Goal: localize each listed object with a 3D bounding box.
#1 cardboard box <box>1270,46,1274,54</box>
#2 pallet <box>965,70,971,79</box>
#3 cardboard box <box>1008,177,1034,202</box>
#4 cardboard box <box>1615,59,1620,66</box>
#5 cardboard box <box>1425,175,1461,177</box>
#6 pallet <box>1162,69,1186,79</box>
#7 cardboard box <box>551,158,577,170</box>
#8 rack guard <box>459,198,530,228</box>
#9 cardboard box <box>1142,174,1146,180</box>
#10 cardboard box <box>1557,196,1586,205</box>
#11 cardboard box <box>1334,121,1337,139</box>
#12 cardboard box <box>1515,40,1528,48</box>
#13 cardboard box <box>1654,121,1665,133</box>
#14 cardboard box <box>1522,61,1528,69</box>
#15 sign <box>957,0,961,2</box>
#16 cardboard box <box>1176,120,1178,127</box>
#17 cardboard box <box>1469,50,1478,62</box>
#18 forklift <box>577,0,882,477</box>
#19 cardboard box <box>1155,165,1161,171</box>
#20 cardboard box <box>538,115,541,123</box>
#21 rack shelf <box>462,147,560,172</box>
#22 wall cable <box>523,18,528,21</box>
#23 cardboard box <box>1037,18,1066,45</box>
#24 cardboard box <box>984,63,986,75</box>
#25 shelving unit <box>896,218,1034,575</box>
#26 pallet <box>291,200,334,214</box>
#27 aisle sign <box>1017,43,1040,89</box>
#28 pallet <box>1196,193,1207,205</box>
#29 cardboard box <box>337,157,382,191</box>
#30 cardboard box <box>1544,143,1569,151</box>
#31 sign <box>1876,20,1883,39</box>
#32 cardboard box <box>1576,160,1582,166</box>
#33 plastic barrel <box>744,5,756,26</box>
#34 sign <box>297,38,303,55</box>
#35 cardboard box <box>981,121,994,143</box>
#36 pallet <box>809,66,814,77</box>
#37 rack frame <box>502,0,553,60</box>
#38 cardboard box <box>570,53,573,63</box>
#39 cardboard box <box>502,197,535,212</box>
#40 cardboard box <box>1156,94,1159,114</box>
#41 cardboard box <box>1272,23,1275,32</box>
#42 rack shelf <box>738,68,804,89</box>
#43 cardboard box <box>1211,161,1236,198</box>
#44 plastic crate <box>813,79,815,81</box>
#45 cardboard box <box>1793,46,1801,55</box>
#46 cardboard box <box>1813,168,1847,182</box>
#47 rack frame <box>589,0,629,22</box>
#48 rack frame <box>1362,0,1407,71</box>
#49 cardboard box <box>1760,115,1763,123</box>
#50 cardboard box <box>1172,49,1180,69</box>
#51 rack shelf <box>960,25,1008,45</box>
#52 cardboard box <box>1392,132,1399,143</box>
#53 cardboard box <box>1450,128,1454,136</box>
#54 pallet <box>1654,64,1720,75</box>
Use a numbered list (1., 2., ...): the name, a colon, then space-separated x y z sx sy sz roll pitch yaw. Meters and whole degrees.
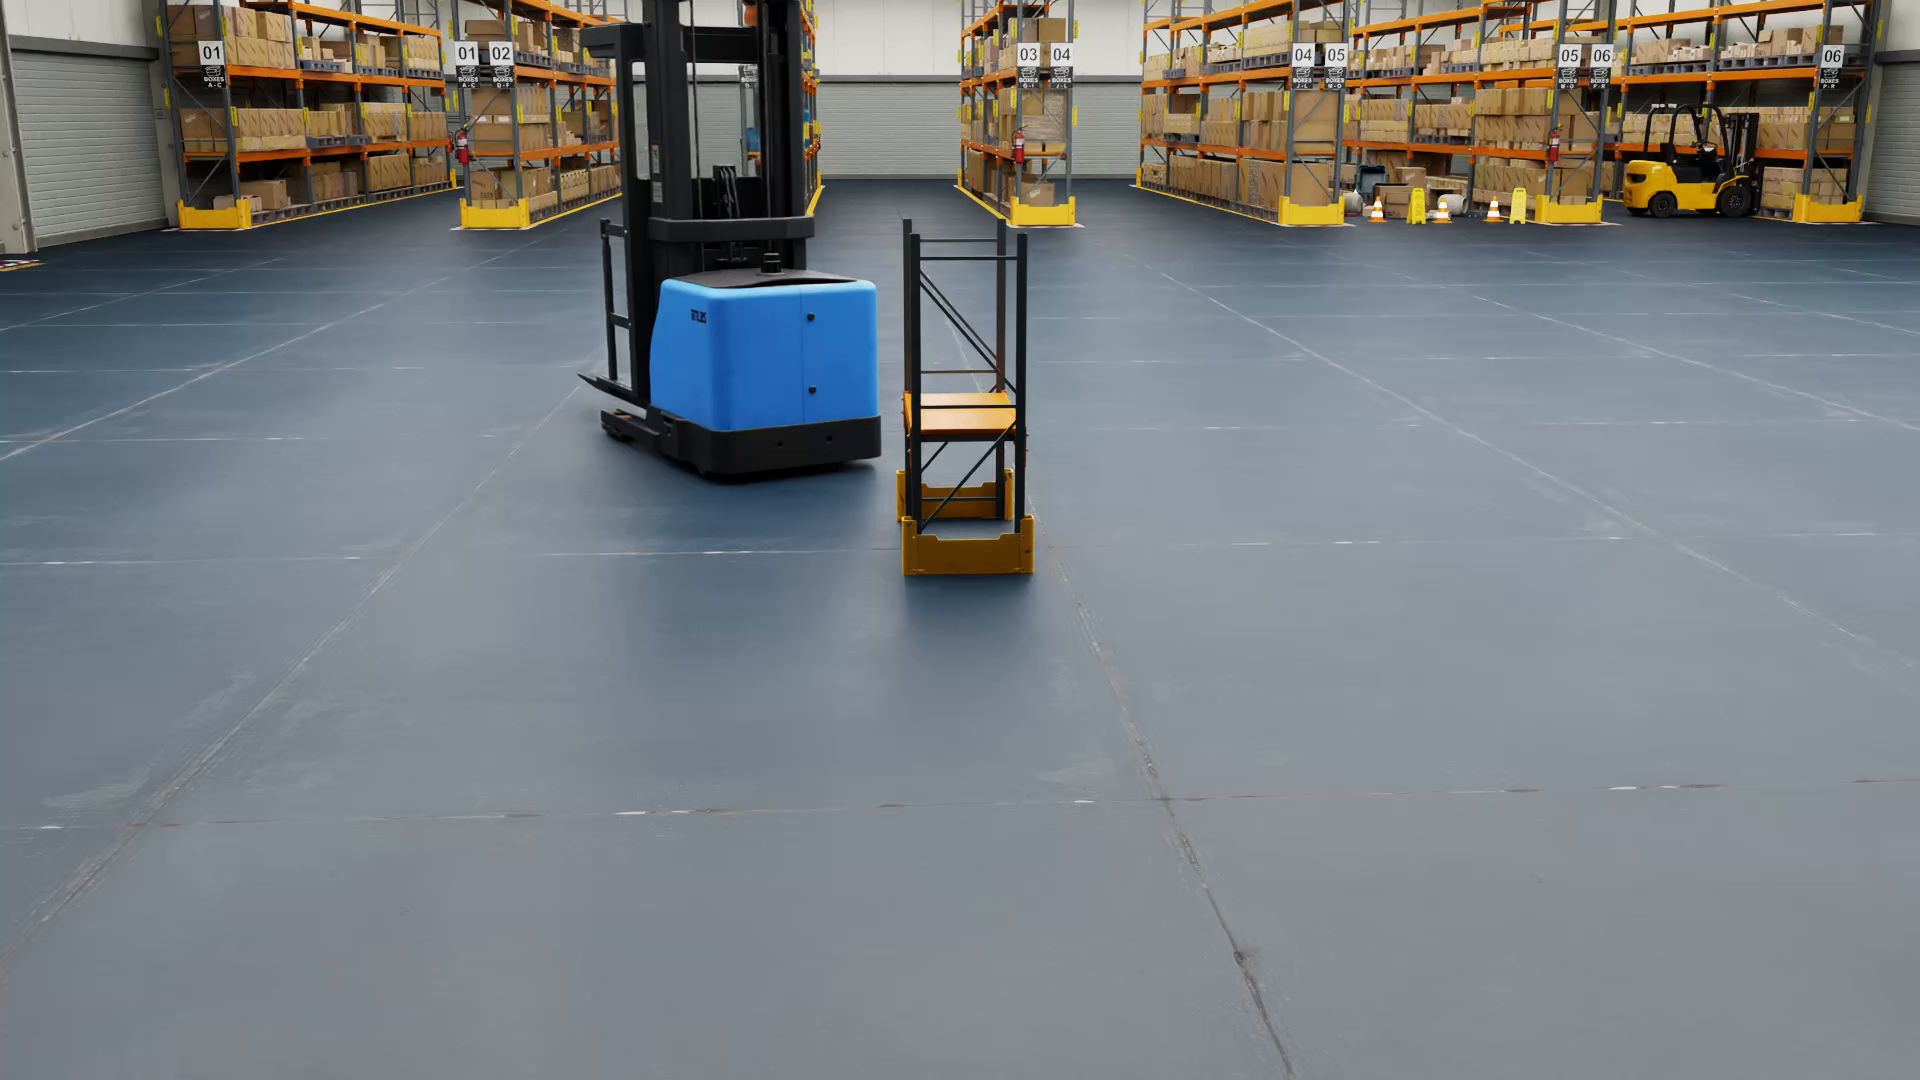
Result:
1. cardboard box: 6.060 -9.218 31.275 0.380 0.149 0.250 -1 14 -4
2. pallet: 0.669 -12.154 43.402 1.003 0.211 1.213 -1 14 -3
3. cardboard box: 1.262 -7.141 33.934 0.500 0.500 0.500 -1 14 -5
4. cardboard box: 15.615 -11.196 39.001 0.380 0.149 0.250 -1 14 -5
5. cardboard box: 10.945 -8.186 38.253 0.950 0.372 0.625 -2 15 -7
6. pallet: 5.670 -11.496 41.043 1.213 0.211 1.003 -1 14 -3
7. cardboard box: -9.158 -8.699 38.446 0.500 0.250 0.500 0 14 -1
8. rack guard: -8.361 -5.885 29.895 1.175 0.500 0.348 -1 14 -3
9. cardboard box: 5.203 -9.971 45.640 0.380 0.149 0.250 -1 14 -2
10. cardboard box: 11.642 -6.483 31.878 0.500 0.250 0.500 -1 14 -4
11. cardboard box: 10.288 -10.934 44.300 0.500 0.500 0.500 0 14 -2
12. cardboard box: 10.972 -9.584 32.139 0.380 0.149 0.250 -1 14 -2
13. cardboard box: 15.759 -9.147 36.855 0.500 0.250 0.500 -1 14 -3
14. cardboard box: 11.063 -9.141 32.017 0.380 0.149 0.250 -1 14 -5
15. sign: -0.021 -14.660 44.752 0.100 0.325 0.005 -1 14 -3
16. cardboard box: 5.402 -10.021 40.018 0.380 0.149 0.250 -1 14 -5
17. cardboard box: 10.987 -10.128 34.807 0.500 0.250 0.500 -1 14 -5
18. forklift: -1.634 -2.092 10.276 1.130 2.935 3.031 -8 17 -29
19. cardboard box: 5.331 -9.741 43.550 0.380 0.149 0.250 -2 15 -6
20. cardboard box: -8.319 -8.141 32.146 0.380 0.149 0.250 -1 14 -4
21. rack shelf: -8.487 -7.250 31.629 1.077 0.370 4.000 -1 14 -3
22. wall cable: -11.592 -16.304 49.432 3.097 2.526 0.112 -1 14 -3
23. cardboard box: 1.702 -9.514 31.163 0.500 0.500 0.500 -1 14 -4
24. cardboard box: 0.804 -10.502 37.105 0.500 0.250 0.500 -1 14 -2
25. shelving unit: 0.005 -0.707 7.766 0.587 1.500 1.083 -1 14 -3
26. pallet: -13.604 -6.862 34.272 1.003 0.211 1.213 -1 14 -3
27. aisle sign: 1.229 -8.492 29.795 0.394 0.787 0.004 -1 14 -3
28. pallet: 5.960 -7.747 37.711 1.003 0.211 1.213 -1 14 -3
29. cardboard box: -13.717 -8.361 37.973 0.750 0.750 0.750 -1 14 -4
30. cardboard box: 11.179 -7.374 31.172 0.380 0.149 0.250 0 14 -2
31. sign: 16.924 -9.405 30.628 0.100 0.325 0.005 -1 14 -3
32. cardboard box: 15.526 -9.358 41.250 0.380 0.149 0.250 0 14 -1
33. plastic barrel: -3.576 -9.160 29.882 0.600 0.830 0.708 -1 14 -3
34. sign: -13.013 -9.732 32.774 0.100 0.325 0.005 -1 14 -3
35. cardboard box: 0.751 -9.410 38.380 0.500 0.500 0.500 0 14 -2
36. pallet: -3.864 -10.719 38.028 1.003 0.211 1.213 -1 14 -3
37. rack frame: -8.611 -11.001 32.725 1.000 3.000 0.127 -1 14 -3
38. cardboard box: -8.774 -10.562 36.497 0.500 0.250 0.500 -2 15 -8
39. cardboard box: -8.209 -6.234 30.911 0.500 0.250 0.500 -1 14 -3
40. cardboard box: 5.384 -11.335 43.255 0.500 0.500 0.500 -1 14 -2
41. cardboard box: 6.060 -9.605 31.177 0.380 0.149 0.250 -1 14 -3
42. rack shelf: -3.543 -8.779 31.549 1.077 0.370 4.000 -1 14 -3
43. cardboard box: 6.049 -7.806 36.019 1.050 0.750 0.750 -1 14 -3
44. plastic crate: -4.064 -12.265 44.082 0.450 0.188 0.336 -1 14 -3
45. cardboard box: 16.015 -9.268 31.469 0.380 0.149 0.250 -1 14 -5
46. cardboard box: 16.529 -6.962 31.735 0.500 0.250 0.500 -1 14 -4
47. rack frame: -9.354 -13.986 44.324 1.000 3.000 0.127 -1 14 -3
48. rack frame: 10.672 -13.296 41.643 1.000 3.000 0.127 -1 14 -3
49. cardboard box: 16.039 -8.310 32.803 0.380 0.149 0.250 -1 14 -4
50. cardboard box: 5.652 -11.898 41.185 0.700 0.500 0.500 -1 14 -3
51. rack shelf: 0.657 -13.098 43.121 1.077 0.370 4.000 -1 14 -3
52. cardboard box: 10.582 -9.572 39.509 0.500 0.250 0.500 -1 14 -2
53. cardboard box: 10.791 -8.799 35.867 0.380 0.149 0.250 -1 14 -3
54. pallet: 16.078 -10.389 36.744 1.003 0.211 1.213 0 14 -1
